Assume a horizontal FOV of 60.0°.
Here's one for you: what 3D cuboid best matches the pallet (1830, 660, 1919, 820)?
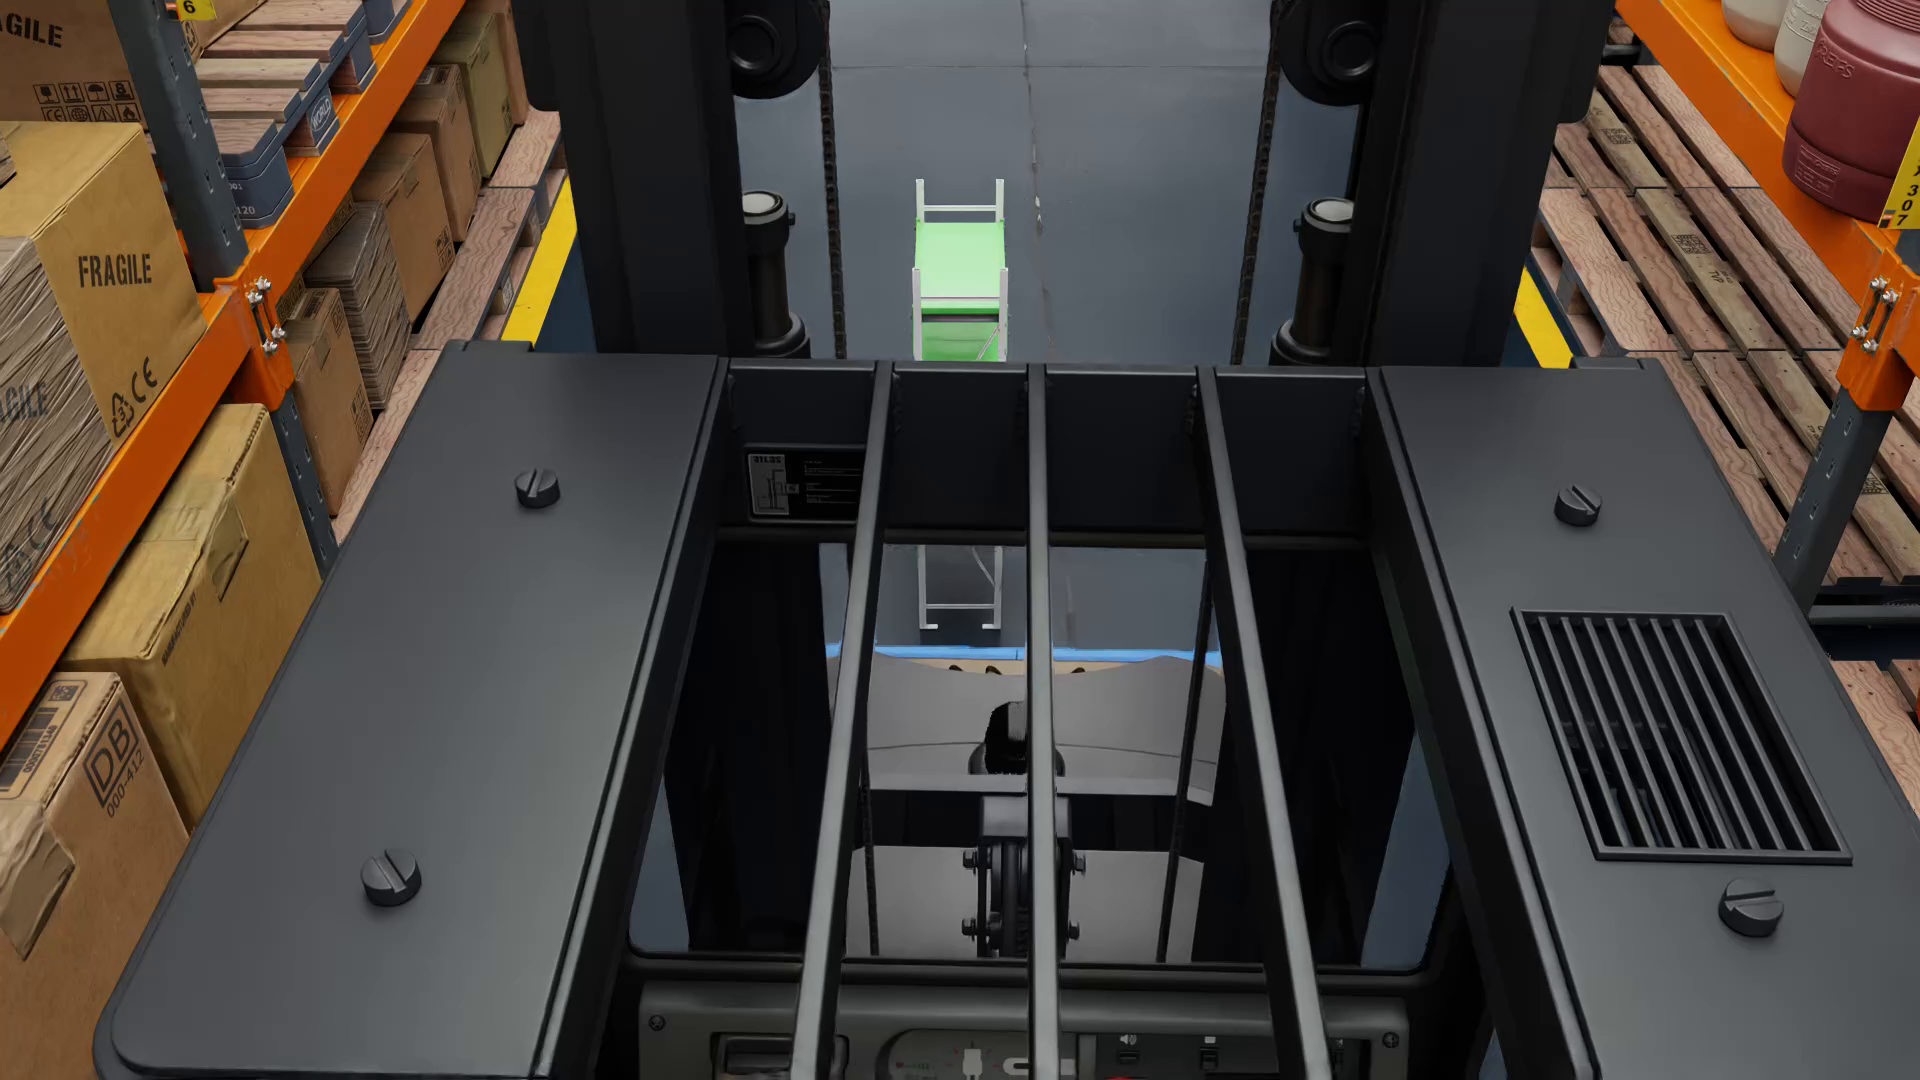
[{"bbox_3d":[2.789,0.784,4.103,1.003,0.211,1.213,0,39,0],"label":"pallet"}]

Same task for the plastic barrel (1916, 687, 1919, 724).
[{"bbox_3d":[2.764,0.192,4.012,0.600,0.830,0.708,0,39,0],"label":"plastic barrel"}]

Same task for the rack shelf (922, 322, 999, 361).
[{"bbox_3d":[0.000,-0.502,4.635,0.258,0.148,0.480,0,39,0],"label":"rack shelf"}]

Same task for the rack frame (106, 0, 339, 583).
[{"bbox_3d":[-2.207,-0.794,3.842,1.000,3.000,0.127,0,39,0],"label":"rack frame"}]

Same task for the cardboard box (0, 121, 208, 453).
[{"bbox_3d":[-1.958,-0.524,3.426,0.500,0.500,0.500,1,39,1],"label":"cardboard box"}]

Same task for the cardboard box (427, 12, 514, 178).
[{"bbox_3d":[-2.251,-1.809,6.756,0.700,0.500,0.500,0,39,0],"label":"cardboard box"}]

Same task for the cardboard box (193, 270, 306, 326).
[{"bbox_3d":[-2.238,-0.702,4.774,0.500,0.250,0.500,1,39,2],"label":"cardboard box"}]

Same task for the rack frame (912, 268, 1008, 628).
[{"bbox_3d":[0.000,-0.212,4.555,0.240,1.200,0.015,0,39,0],"label":"rack frame"}]

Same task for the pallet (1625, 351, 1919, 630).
[{"bbox_3d":[2.784,-0.194,5.323,1.003,0.211,1.213,0,39,0],"label":"pallet"}]

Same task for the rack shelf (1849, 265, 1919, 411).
[{"bbox_3d":[2.748,0.734,2.510,1.077,0.370,4.000,0,39,0],"label":"rack shelf"}]

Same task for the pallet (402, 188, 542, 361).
[{"bbox_3d":[-2.205,-0.955,6.273,1.003,0.211,1.213,0,39,0],"label":"pallet"}]

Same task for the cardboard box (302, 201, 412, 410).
[{"bbox_3d":[-2.241,-0.756,5.441,0.700,0.500,0.500,-3,39,-4],"label":"cardboard box"}]

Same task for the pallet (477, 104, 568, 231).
[{"bbox_3d":[-2.209,-1.720,7.228,1.003,0.211,1.213,0,39,0],"label":"pallet"}]

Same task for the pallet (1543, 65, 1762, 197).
[{"bbox_3d":[2.781,-1.719,7.227,1.003,0.211,1.213,0,39,0],"label":"pallet"}]

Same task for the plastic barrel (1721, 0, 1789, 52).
[{"bbox_3d":[2.531,-1.747,4.942,0.421,0.512,0.421,0,39,0],"label":"plastic barrel"}]

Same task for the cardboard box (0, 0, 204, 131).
[{"bbox_3d":[-2.247,-1.334,4.100,0.500,0.500,0.500,-5,39,-6],"label":"cardboard box"}]

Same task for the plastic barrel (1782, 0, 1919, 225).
[{"bbox_3d":[2.443,-1.140,4.165,0.600,0.536,0.708,0,39,0],"label":"plastic barrel"}]

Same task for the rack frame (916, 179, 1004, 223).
[{"bbox_3d":[0.000,-0.517,4.936,0.240,1.200,0.015,0,39,0],"label":"rack frame"}]

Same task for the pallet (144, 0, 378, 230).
[{"bbox_3d":[-2.314,-1.164,4.458,1.213,0.211,1.003,0,39,0],"label":"pallet"}]

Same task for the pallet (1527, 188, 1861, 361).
[{"bbox_3d":[2.786,-0.955,6.272,1.003,0.211,1.213,0,39,0],"label":"pallet"}]

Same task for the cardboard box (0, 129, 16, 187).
[{"bbox_3d":[-2.222,-0.767,2.926,0.797,0.503,0.637,1,39,1],"label":"cardboard box"}]

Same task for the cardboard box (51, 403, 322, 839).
[{"bbox_3d":[-2.227,0.303,3.836,1.225,0.875,0.875,-2,39,-2],"label":"cardboard box"}]

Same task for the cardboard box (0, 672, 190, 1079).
[{"bbox_3d":[-2.234,0.861,3.141,1.225,0.875,0.875,0,39,0],"label":"cardboard box"}]

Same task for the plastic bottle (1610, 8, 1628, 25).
[{"bbox_3d":[3.180,-2.605,7.932,0.097,0.271,0.097,0,39,0],"label":"plastic bottle"}]

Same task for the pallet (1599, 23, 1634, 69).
[{"bbox_3d":[2.782,-2.631,8.364,1.003,0.211,1.213,0,39,0],"label":"pallet"}]

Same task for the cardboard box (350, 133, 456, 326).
[{"bbox_3d":[-2.249,-1.110,5.884,0.700,0.500,0.500,3,39,4],"label":"cardboard box"}]

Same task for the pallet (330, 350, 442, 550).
[{"bbox_3d":[-2.206,-0.194,5.324,1.003,0.211,1.213,0,39,0],"label":"pallet"}]

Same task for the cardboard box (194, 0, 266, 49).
[{"bbox_3d":[-2.348,-1.683,4.536,0.700,0.500,0.500,5,39,7],"label":"cardboard box"}]

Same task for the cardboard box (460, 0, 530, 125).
[{"bbox_3d":[-2.232,-2.107,7.128,0.700,0.500,0.500,-3,39,-4],"label":"cardboard box"}]

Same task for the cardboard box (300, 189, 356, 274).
[{"bbox_3d":[-2.248,-1.033,5.188,0.500,0.250,0.500,4,39,5],"label":"cardboard box"}]

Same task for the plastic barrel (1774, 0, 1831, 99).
[{"bbox_3d":[2.531,-1.484,4.614,0.421,0.512,0.421,0,39,0],"label":"plastic barrel"}]

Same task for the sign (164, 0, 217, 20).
[{"bbox_3d":[-1.652,-1.248,3.483,0.100,0.325,0.005,0,39,0],"label":"sign"}]

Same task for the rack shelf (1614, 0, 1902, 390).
[{"bbox_3d":[2.744,-1.767,5.632,1.077,0.370,4.000,0,39,0],"label":"rack shelf"}]

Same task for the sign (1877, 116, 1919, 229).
[{"bbox_3d":[2.196,-0.856,3.789,0.100,0.325,0.005,0,39,0],"label":"sign"}]

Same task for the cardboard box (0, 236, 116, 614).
[{"bbox_3d":[-1.964,-0.212,3.037,0.500,0.500,0.500,0,39,0],"label":"cardboard box"}]

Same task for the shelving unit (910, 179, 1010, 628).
[{"bbox_3d":[0.000,-0.365,4.746,0.258,1.200,0.503,0,39,0],"label":"shelving unit"}]

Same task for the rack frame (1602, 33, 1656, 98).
[{"bbox_3d":[2.742,-3.299,6.968,1.000,3.000,0.127,0,39,0],"label":"rack frame"}]

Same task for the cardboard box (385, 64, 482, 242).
[{"bbox_3d":[-2.249,-1.459,6.319,0.700,0.500,0.500,-3,39,-4],"label":"cardboard box"}]

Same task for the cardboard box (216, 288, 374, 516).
[{"bbox_3d":[-2.228,-0.409,5.009,0.700,0.500,0.500,-2,39,-2],"label":"cardboard box"}]

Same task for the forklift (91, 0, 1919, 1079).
[{"bbox_3d":[0.070,0.821,1.882,1.130,2.935,3.031,1,39,1],"label":"forklift"}]

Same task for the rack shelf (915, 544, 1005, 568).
[{"bbox_3d":[0.000,-0.128,4.936,0.258,0.148,0.480,0,39,0],"label":"rack shelf"}]

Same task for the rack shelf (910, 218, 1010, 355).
[{"bbox_3d":[0.000,-0.689,4.485,0.258,0.148,0.480,0,39,0],"label":"rack shelf"}]

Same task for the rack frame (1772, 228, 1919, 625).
[{"bbox_3d":[2.746,-0.797,3.846,1.000,3.000,0.127,0,39,0],"label":"rack frame"}]

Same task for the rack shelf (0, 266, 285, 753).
[{"bbox_3d":[-2.205,0.738,2.506,1.077,0.370,4.000,0,39,0],"label":"rack shelf"}]

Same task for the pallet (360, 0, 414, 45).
[{"bbox_3d":[-2.250,-1.957,5.446,1.003,0.211,1.213,0,39,0],"label":"pallet"}]

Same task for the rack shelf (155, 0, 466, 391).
[{"bbox_3d":[-2.209,-1.764,5.627,1.077,0.370,4.000,0,39,0],"label":"rack shelf"}]
